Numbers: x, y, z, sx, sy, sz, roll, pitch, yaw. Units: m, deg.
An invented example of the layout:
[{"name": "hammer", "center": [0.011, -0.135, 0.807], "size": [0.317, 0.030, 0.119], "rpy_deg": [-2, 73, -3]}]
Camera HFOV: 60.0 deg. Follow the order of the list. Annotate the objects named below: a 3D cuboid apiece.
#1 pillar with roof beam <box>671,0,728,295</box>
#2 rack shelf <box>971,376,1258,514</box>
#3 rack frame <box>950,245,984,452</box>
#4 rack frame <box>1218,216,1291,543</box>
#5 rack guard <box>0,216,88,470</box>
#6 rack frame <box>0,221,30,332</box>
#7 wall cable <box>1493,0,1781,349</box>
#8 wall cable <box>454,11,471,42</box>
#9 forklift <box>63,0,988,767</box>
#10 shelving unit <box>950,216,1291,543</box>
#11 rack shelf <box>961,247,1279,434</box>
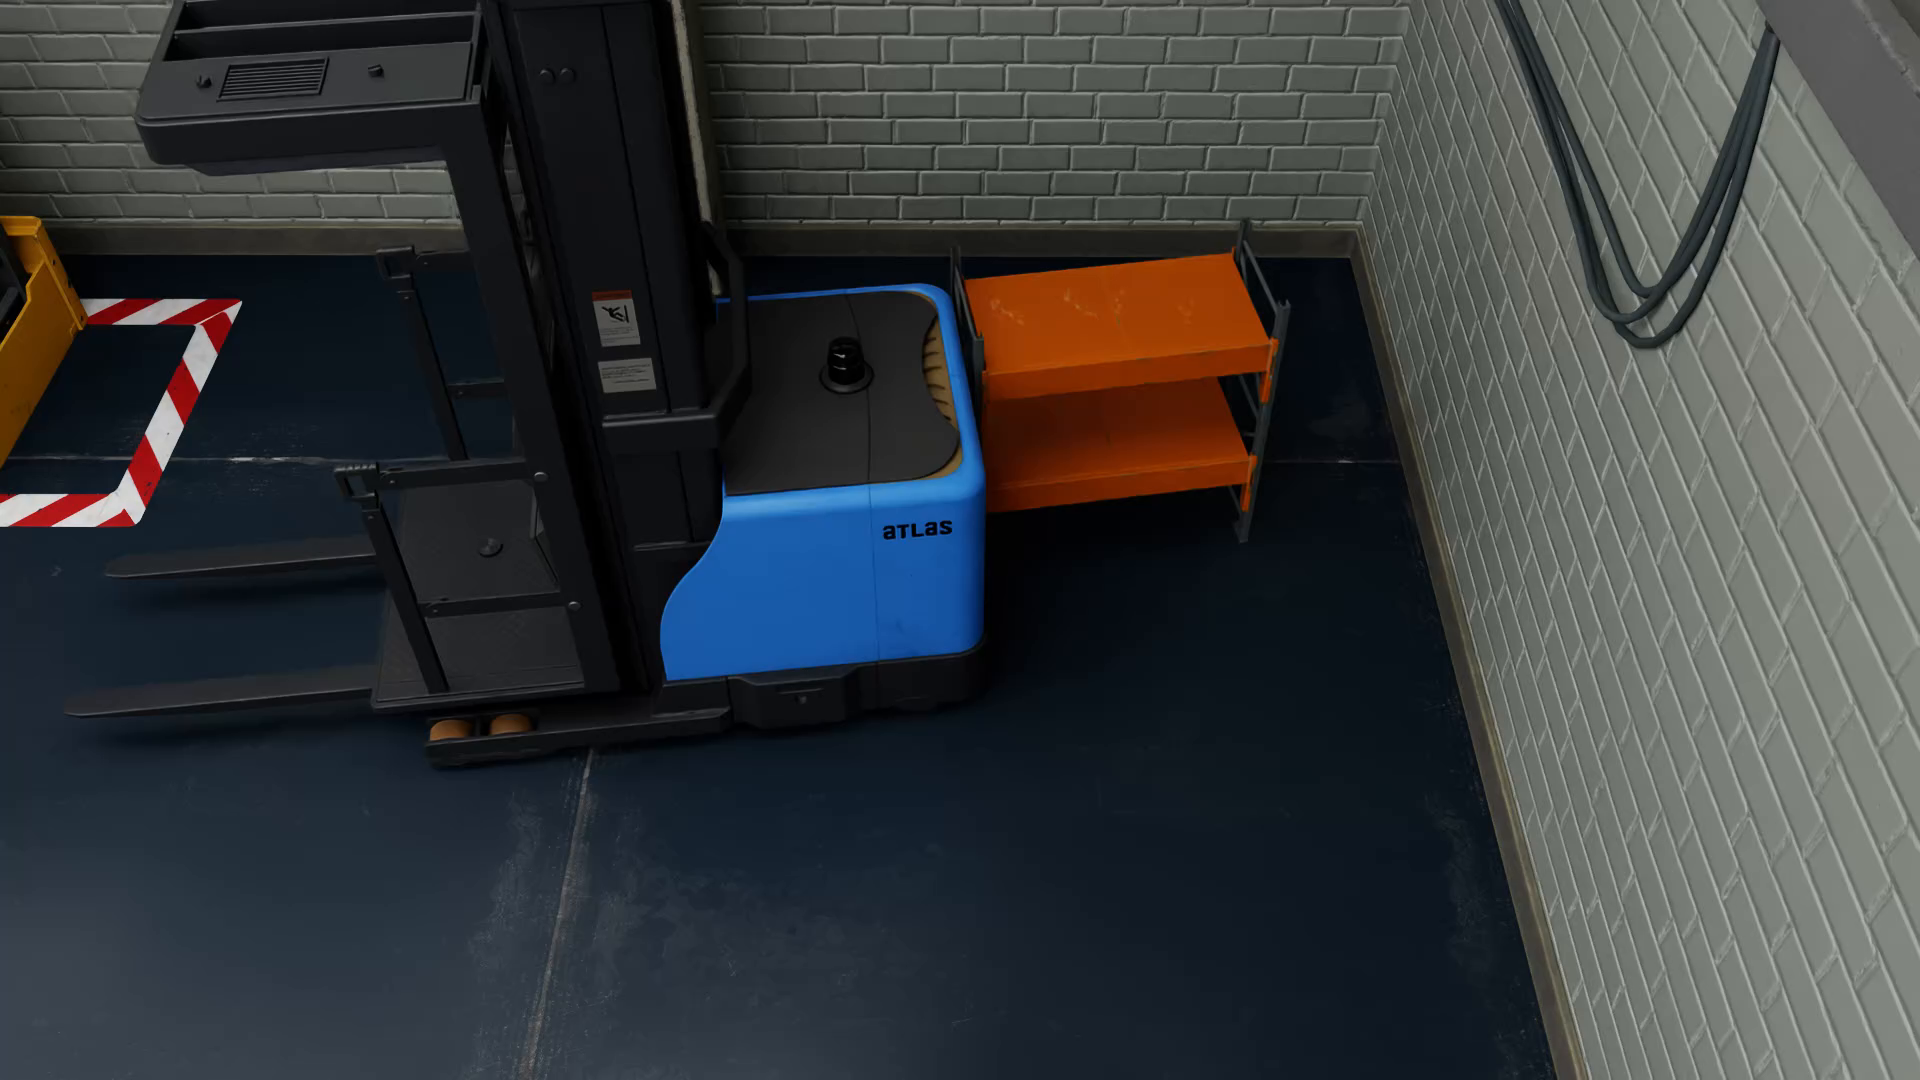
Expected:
[{"name": "pillar with roof beam", "center": [-1.248, -1.097, 1.124], "size": [0.400, 9.000, 9.100], "rpy_deg": [0, 47, 0]}, {"name": "rack shelf", "center": [0.523, -0.329, 6.121], "size": [1.000, 0.278, 0.538], "rpy_deg": [-7, 47, -6]}, {"name": "rack frame", "center": [0.021, -0.436, 5.887], "size": [0.032, 1.125, 0.500], "rpy_deg": [-7, 47, -6]}, {"name": "rack frame", "center": [1.025, -0.555, 5.998], "size": [0.032, 1.125, 0.500], "rpy_deg": [-7, 47, -6]}, {"name": "rack guard", "center": [-3.911, -0.727, 6.585], "size": [0.348, 0.500, 1.175], "rpy_deg": [0, 47, 0]}, {"name": "rack frame", "center": [-3.935, -1.579, 5.670], "size": [0.127, 3.000, 1.000], "rpy_deg": [0, 47, 0]}, {"name": "wall cable", "center": [1.720, -2.288, 4.353], "size": [0.112, 2.526, 3.097], "rpy_deg": [0, 47, 0]}, {"name": "wall cable", "center": [-2.651, -2.614, 5.940], "size": [1.851, 1.984, 0.084], "rpy_deg": [0, 47, 0]}, {"name": "forklift", "center": [-1.464, -0.660, 4.862], "size": [3.031, 2.935, 1.130], "rpy_deg": [-5, 47, -5]}, {"name": "shelving unit", "center": [0.523, -0.495, 5.942], "size": [1.048, 1.125, 0.538], "rpy_deg": [-7, 47, -6]}, {"name": "rack shelf", "center": [0.523, -0.695, 5.728], "size": [1.000, 0.278, 0.538], "rpy_deg": [-7, 47, -6]}]
